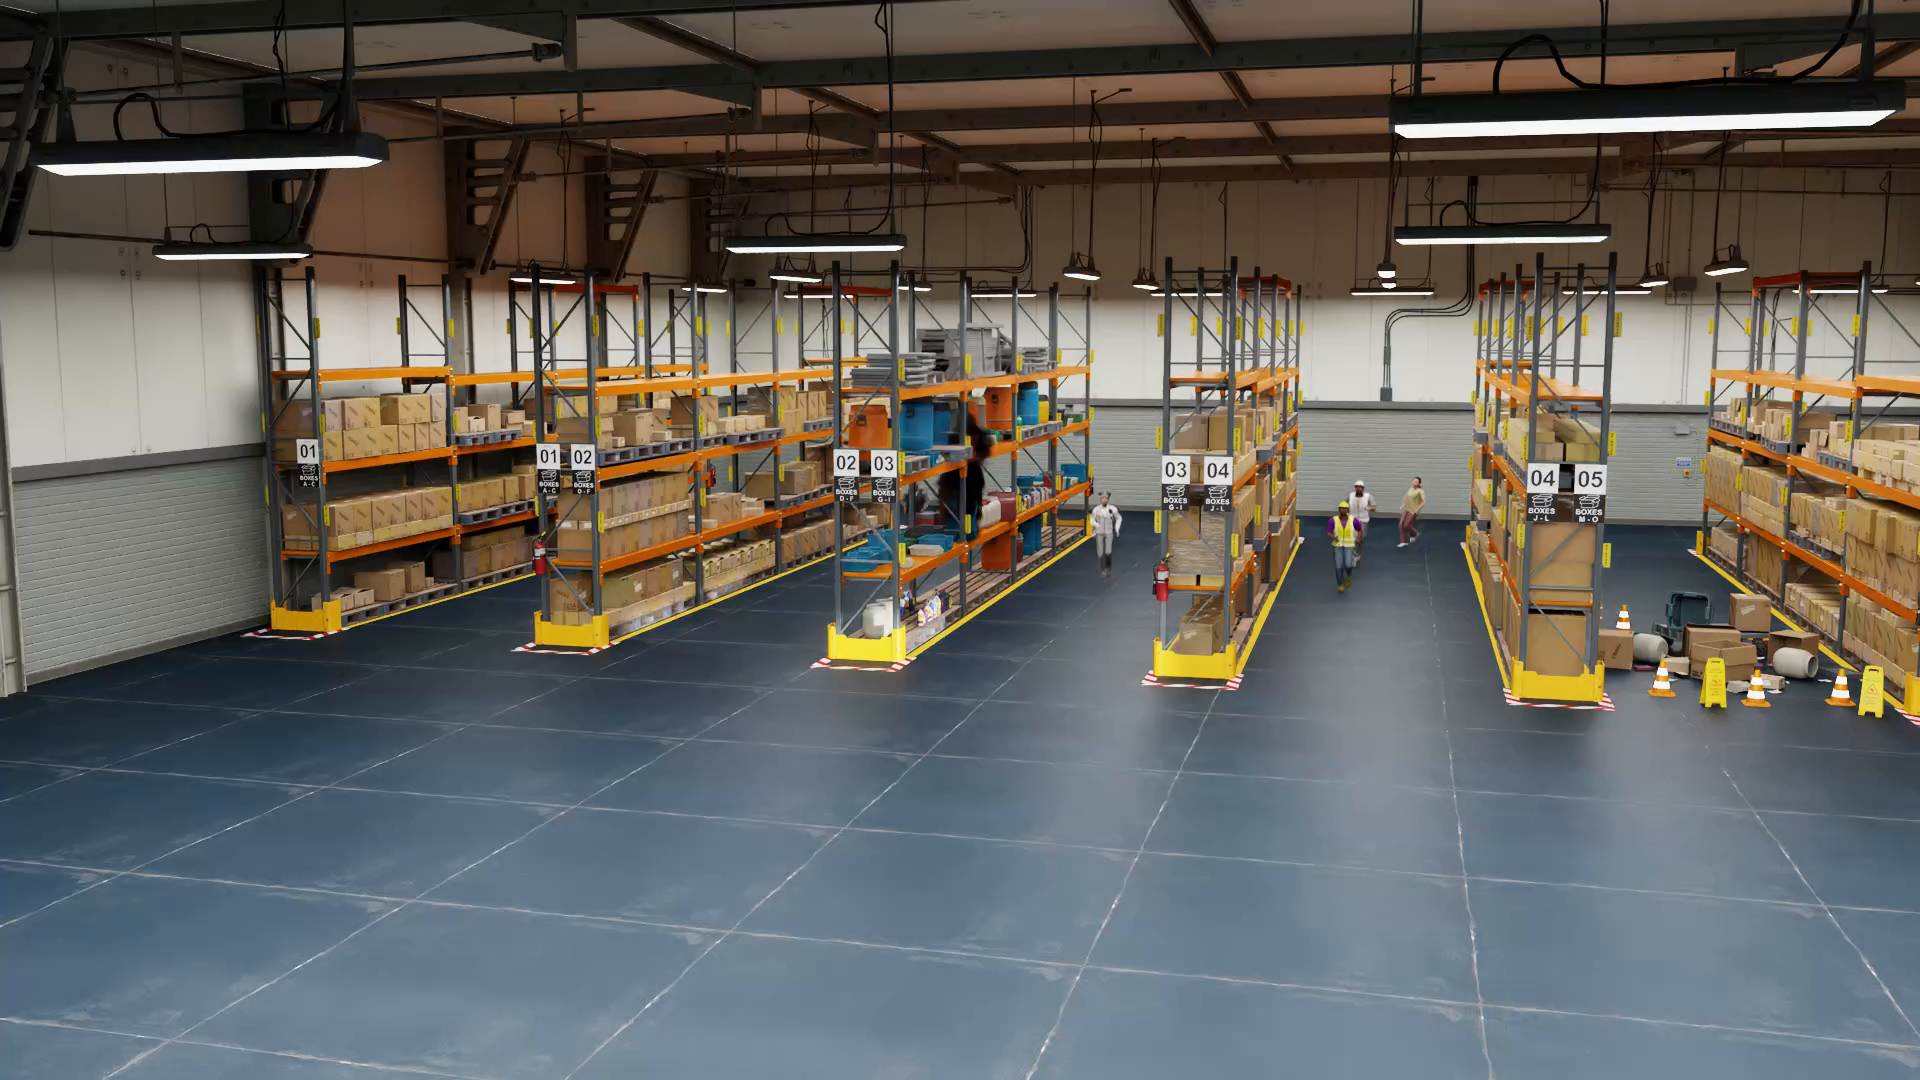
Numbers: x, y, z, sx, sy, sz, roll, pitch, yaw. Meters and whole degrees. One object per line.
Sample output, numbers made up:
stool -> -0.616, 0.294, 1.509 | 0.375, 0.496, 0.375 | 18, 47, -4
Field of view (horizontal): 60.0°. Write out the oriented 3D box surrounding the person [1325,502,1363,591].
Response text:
person -> 7.303, 0.133, 31.654 | 0.691, 1.722, 0.586 | 2, 7, 13

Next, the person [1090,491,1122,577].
person -> 2.762, -0.104, 31.650 | 0.597, 1.664, 0.569 | 1, 7, 10

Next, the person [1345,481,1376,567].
person -> 8.492, -0.343, 35.308 | 0.646, 1.852, 0.790 | 1, 7, 10

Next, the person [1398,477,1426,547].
person -> 10.415, -0.650, 38.330 | 0.568, 1.630, 0.634 | -5, 9, -32

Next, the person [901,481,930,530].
person -> -1.013, -0.557, 37.314 | 0.657, 1.670, 0.609 | 0, 7, 4
